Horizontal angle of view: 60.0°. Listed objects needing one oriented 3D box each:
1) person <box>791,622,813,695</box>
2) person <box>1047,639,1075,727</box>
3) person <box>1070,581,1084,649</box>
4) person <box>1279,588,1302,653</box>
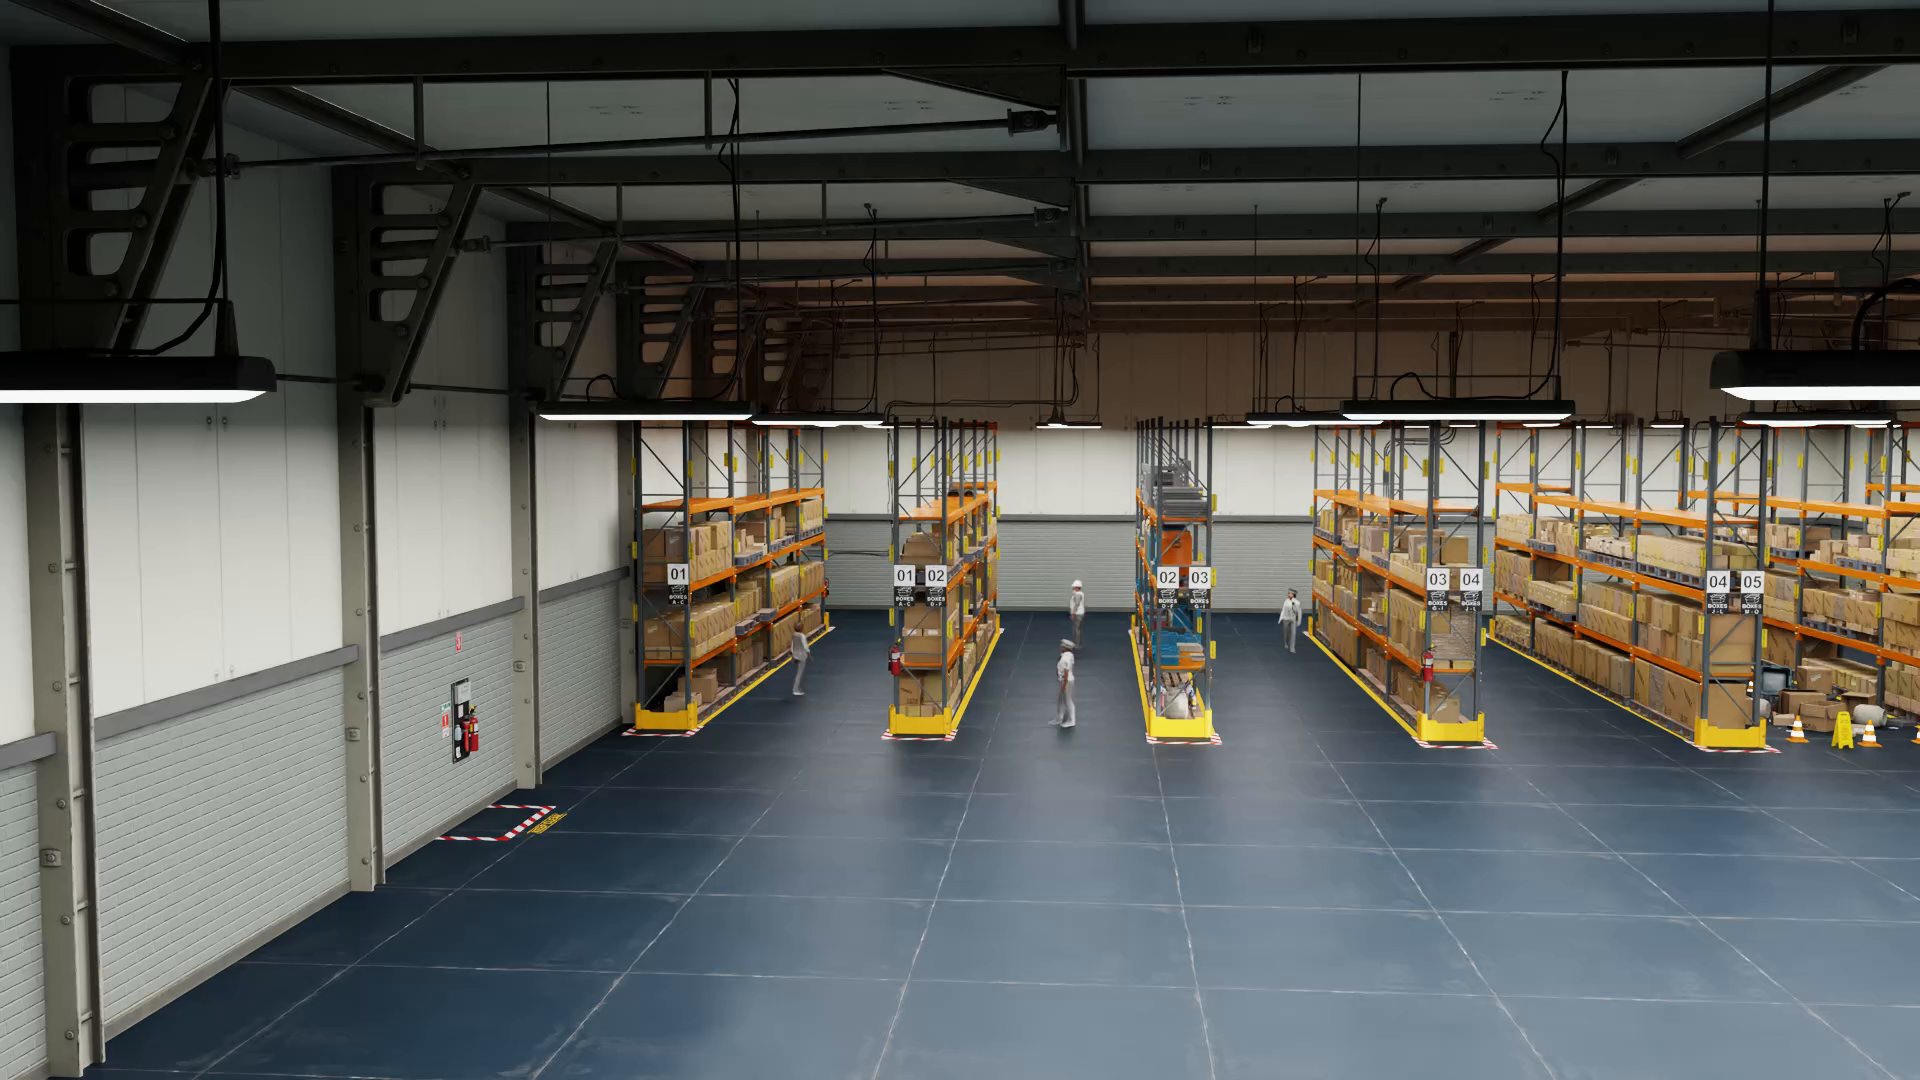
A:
[{"bbox_3d":[-3.455,2.586,36.022,0.441,1.635,0.511,3,5,40],"label":"person"},{"bbox_3d":[1.975,2.773,32.295,0.530,1.702,0.459,0,4,0],"label":"person"},{"bbox_3d":[3.034,1.953,43.363,0.403,1.784,0.544,1,4,13],"label":"person"},{"bbox_3d":[8.585,2.071,43.243,0.594,1.645,0.948,1,4,9],"label":"person"}]
